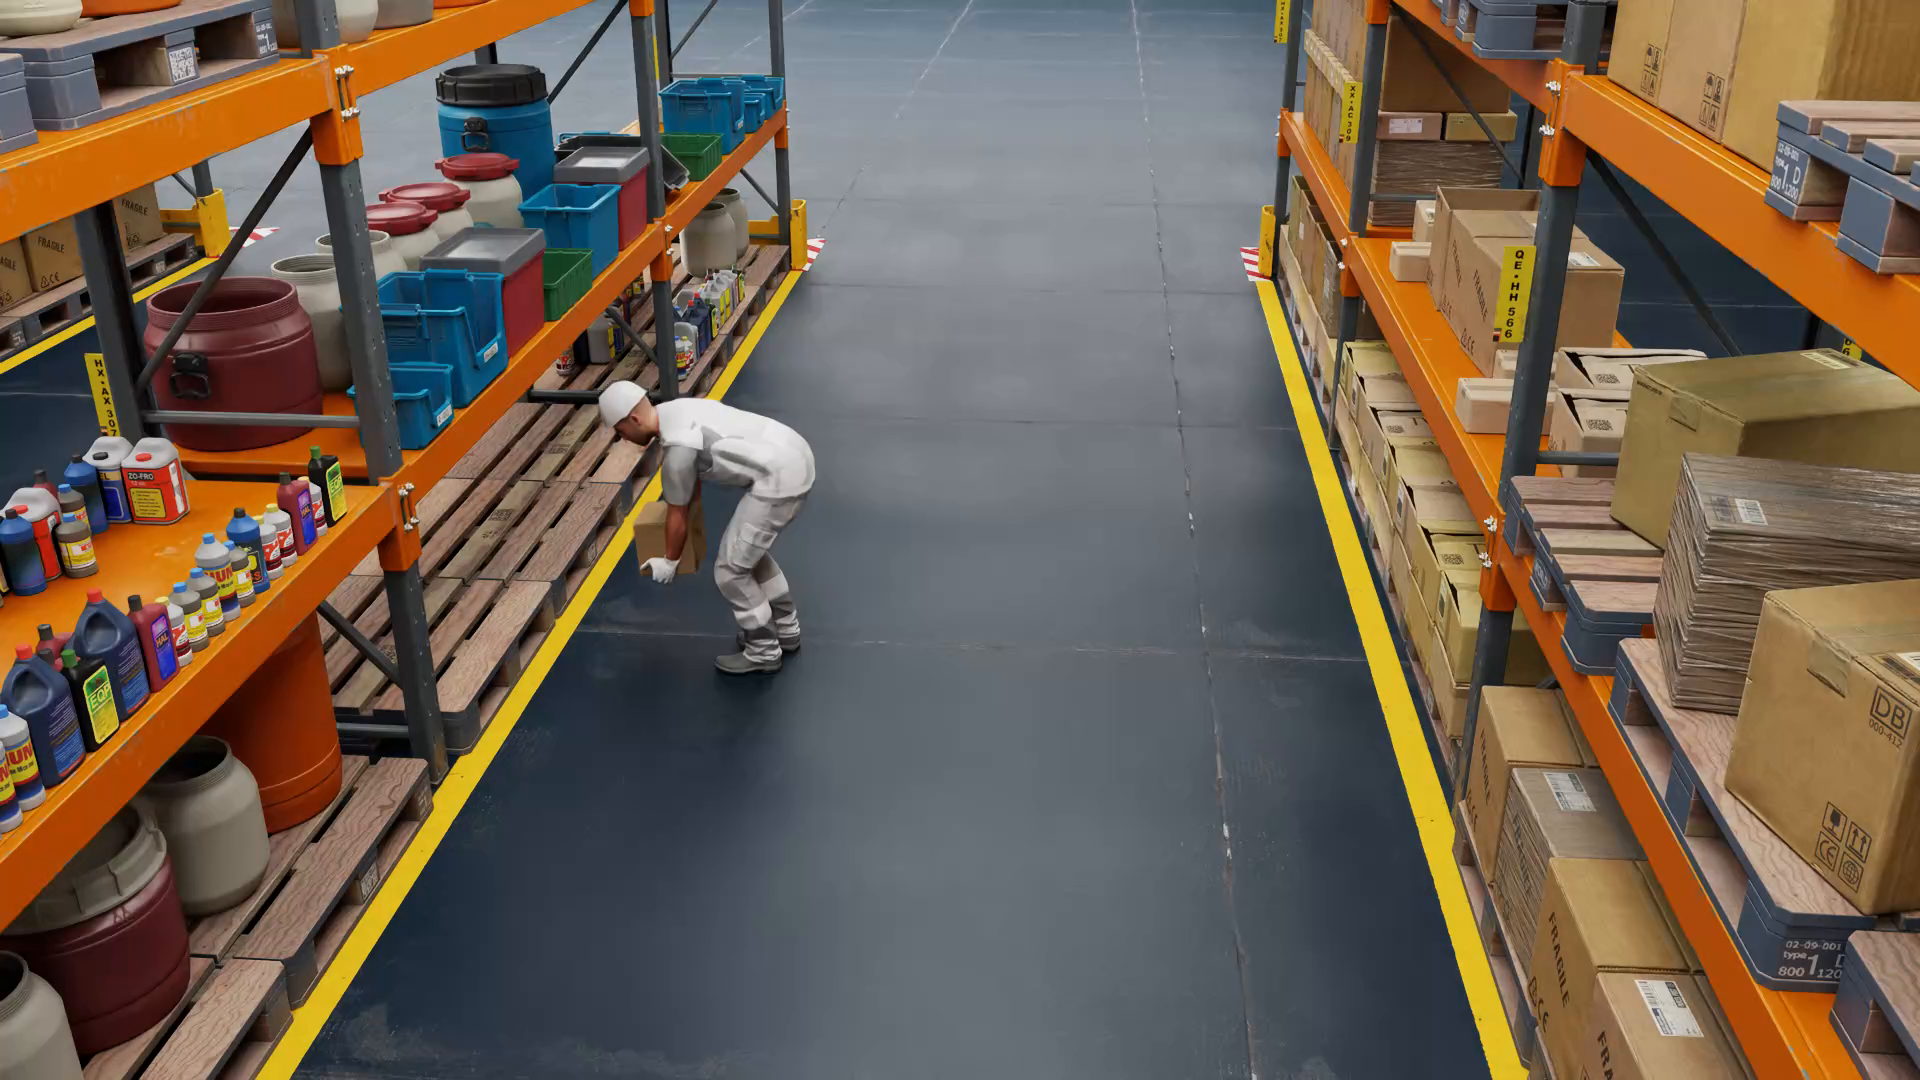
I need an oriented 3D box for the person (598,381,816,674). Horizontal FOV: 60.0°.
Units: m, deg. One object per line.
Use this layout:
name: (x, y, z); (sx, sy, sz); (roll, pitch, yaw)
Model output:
person: (-1.079, -0.067, 7.288); (0.909, 1.319, 0.497); (1, 24, 2)
